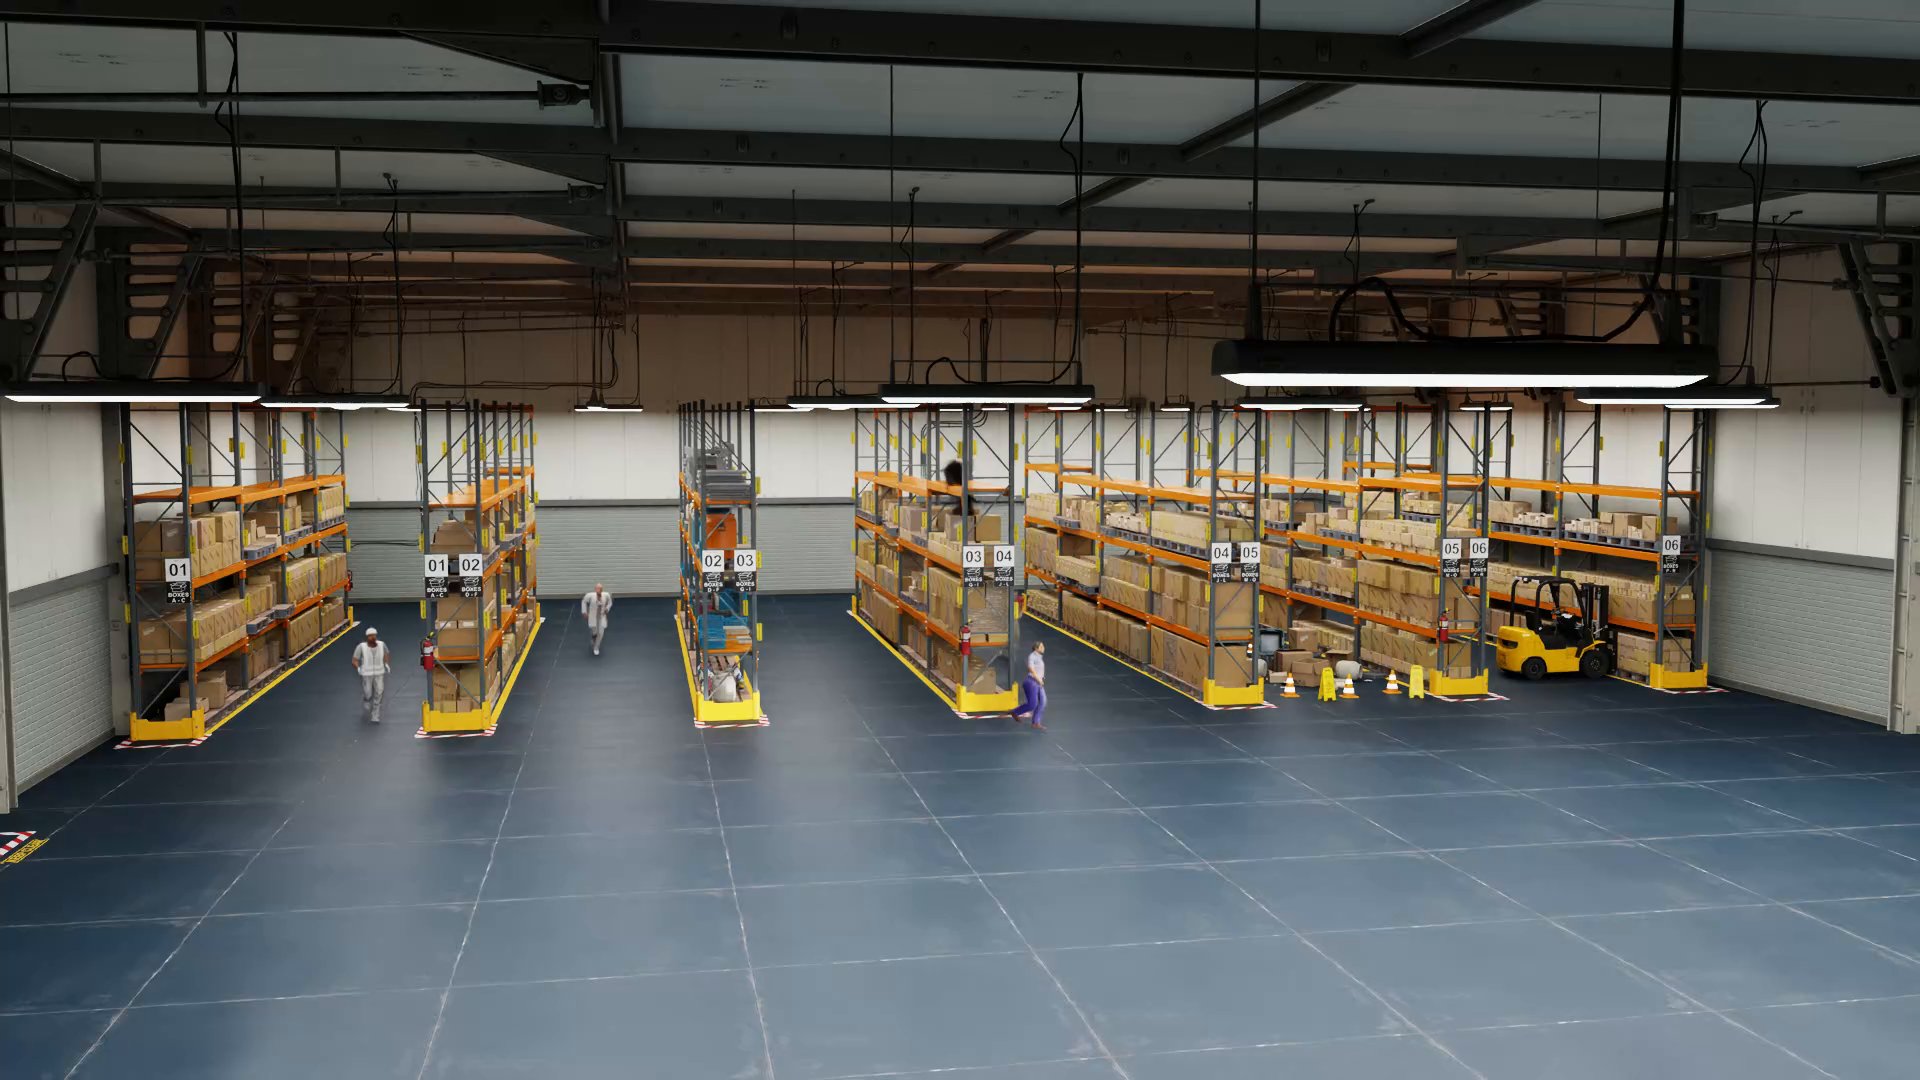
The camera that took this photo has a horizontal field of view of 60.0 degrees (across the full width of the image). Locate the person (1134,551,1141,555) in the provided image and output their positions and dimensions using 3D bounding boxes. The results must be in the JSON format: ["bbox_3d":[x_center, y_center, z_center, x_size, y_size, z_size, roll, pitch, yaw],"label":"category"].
[{"bbox_3d":[5.405,1.048,50.744,0.861,1.538,0.545,-1,5,-17],"label":"person"}]

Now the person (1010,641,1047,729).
[{"bbox_3d":[1.246,2.642,30.364,0.699,1.627,0.599,2,5,20],"label":"person"}]

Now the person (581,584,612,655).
[{"bbox_3d":[-8.697,1.883,39.853,0.707,1.711,0.792,-2,5,-25],"label":"person"}]

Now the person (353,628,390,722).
[{"bbox_3d":[-11.017,2.510,31.161,0.688,1.748,0.814,-2,5,-28],"label":"person"}]

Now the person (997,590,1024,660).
[{"bbox_3d":[1.156,1.988,39.111,0.708,1.699,1.017,-2,5,-22],"label":"person"}]
